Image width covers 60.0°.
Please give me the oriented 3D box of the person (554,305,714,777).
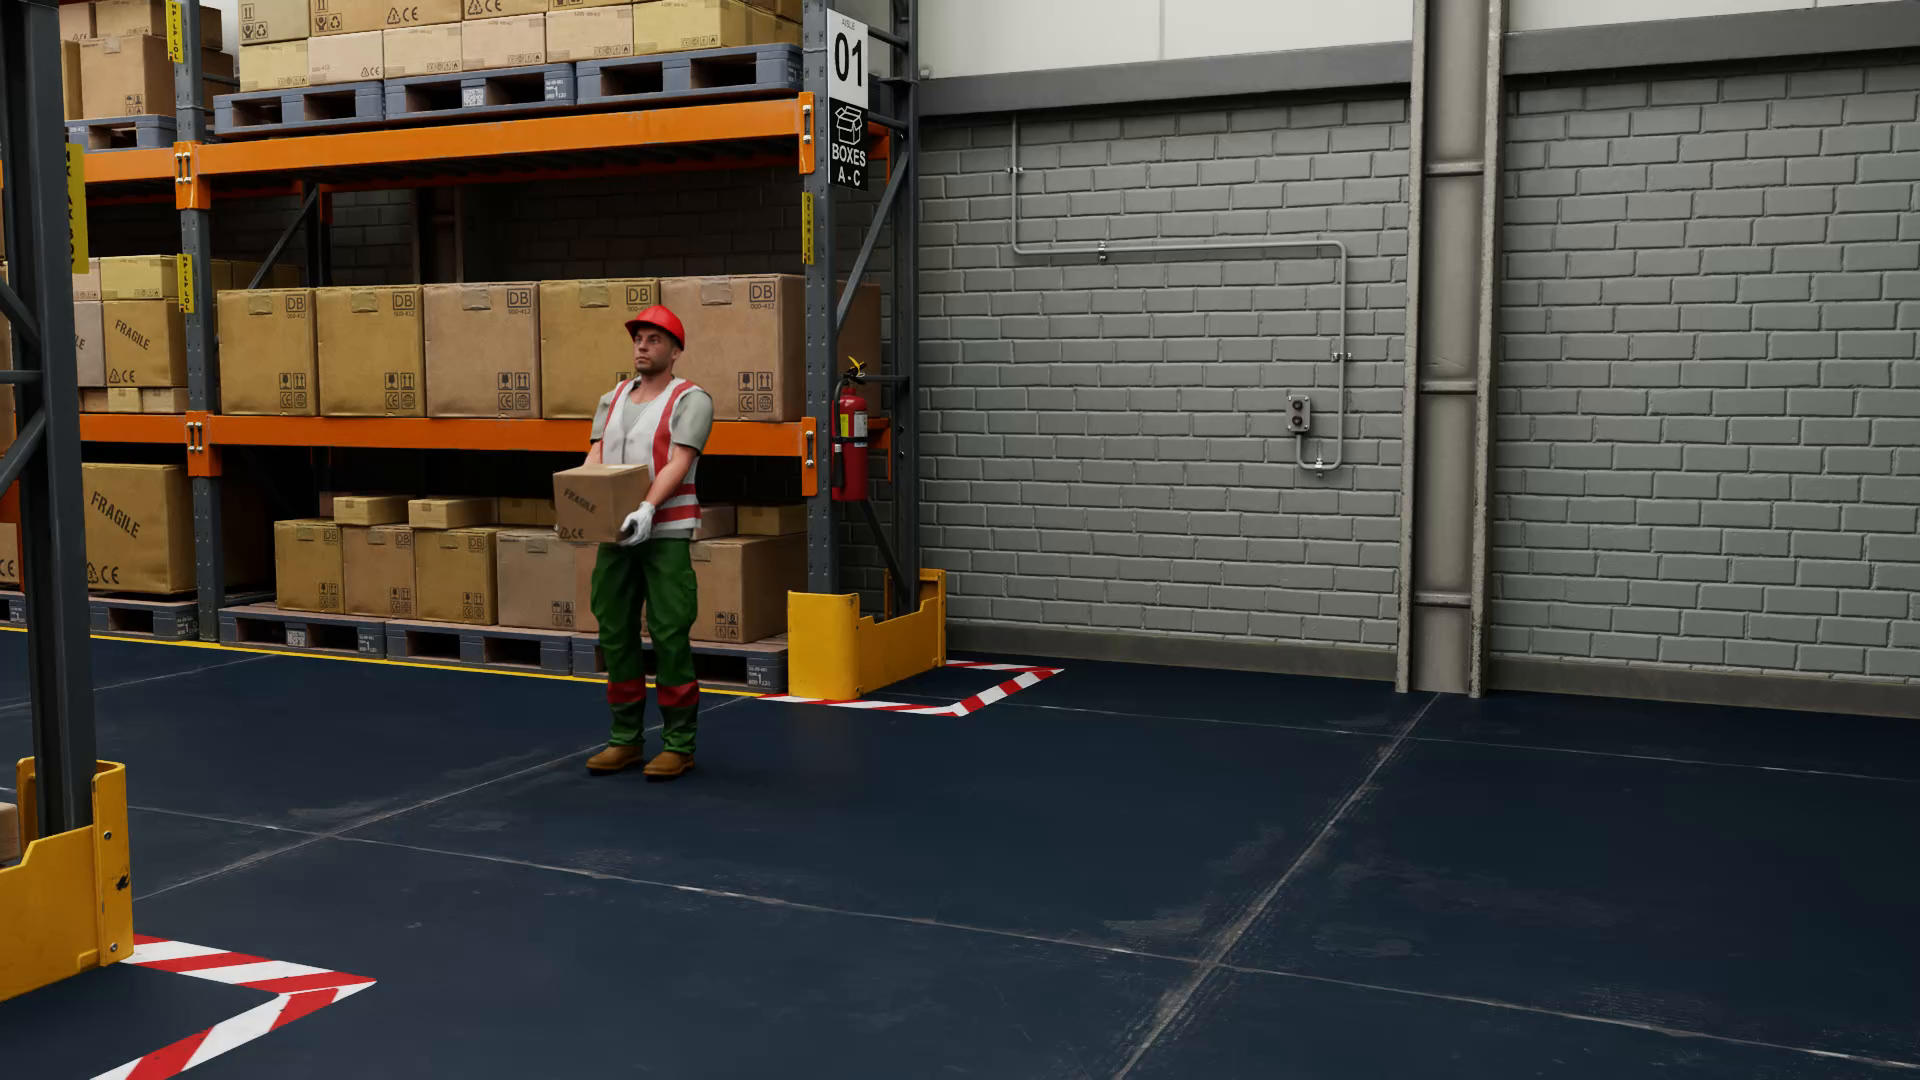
[{"bbox_3d":[-1.226,0.008,6.279,0.500,1.787,0.560,2,6,23],"label":"person"}]
